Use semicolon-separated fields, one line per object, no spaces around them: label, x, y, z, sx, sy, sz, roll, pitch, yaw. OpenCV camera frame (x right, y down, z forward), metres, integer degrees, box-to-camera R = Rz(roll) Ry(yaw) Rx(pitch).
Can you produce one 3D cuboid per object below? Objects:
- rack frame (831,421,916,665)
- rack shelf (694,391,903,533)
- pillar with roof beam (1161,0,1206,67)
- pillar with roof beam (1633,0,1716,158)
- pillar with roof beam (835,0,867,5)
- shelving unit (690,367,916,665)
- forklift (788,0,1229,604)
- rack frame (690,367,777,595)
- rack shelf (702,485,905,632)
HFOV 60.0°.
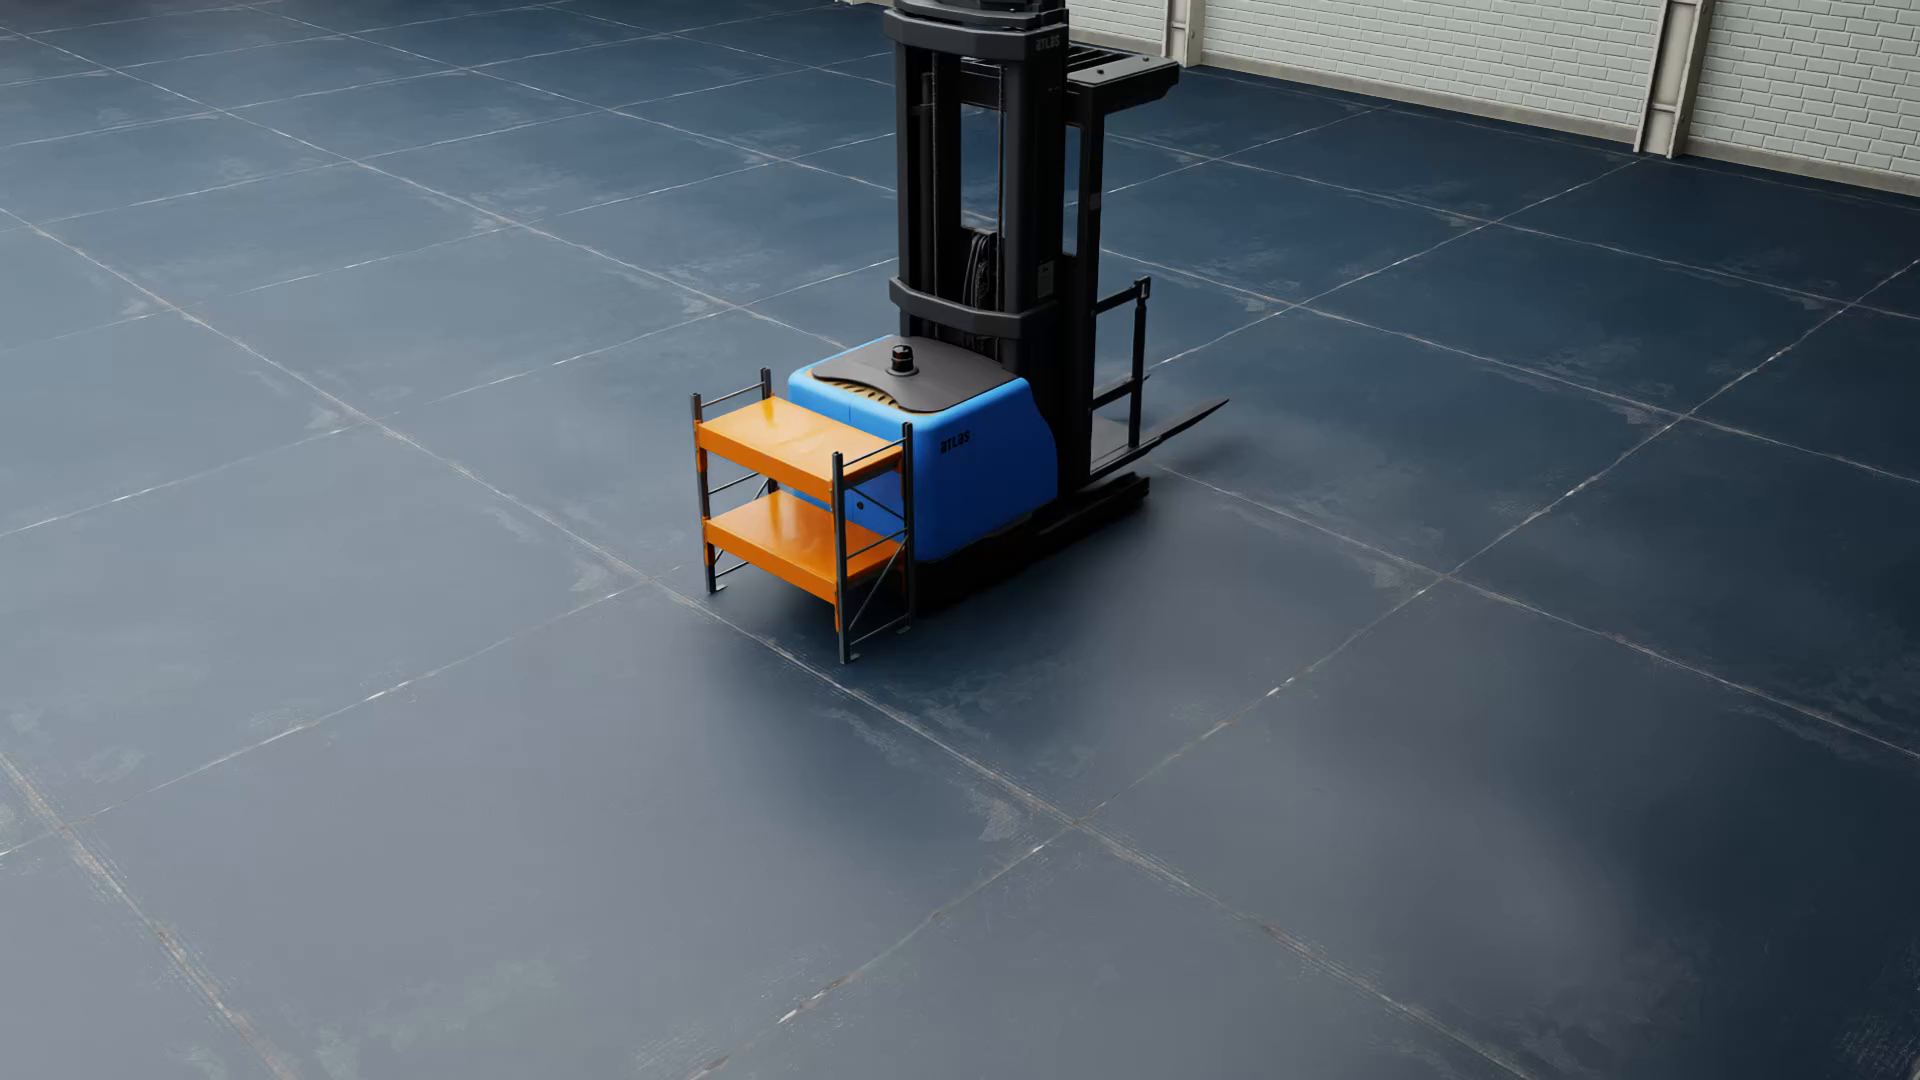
rack frame;-0.405;0.021;8.000;0.032;1.125;0.500;23;36;37
rack shelf;-0.778;-0.399;8.170;1.000;0.278;0.538;23;36;37
pillar with roof beam;-0.309;-8.392;15.540;0.400;9.000;9.100;25;36;38
pillar with roof beam;3.970;-6.434;11.817;0.400;9.000;9.100;25;36;38
pillar with roof beam;-4.587;-10.349;19.263;0.400;9.000;9.100;25;36;38
shelving unit;-0.777;-0.140;8.307;1.048;1.125;0.538;23;36;37
forklift;0.447;-1.574;9.095;1.130;2.935;3.031;22;35;36
rack frame;-1.150;-0.301;8.613;0.032;1.125;0.500;23;36;37
rack shelf;-0.777;0.076;8.421;1.000;0.278;0.538;23;36;37
